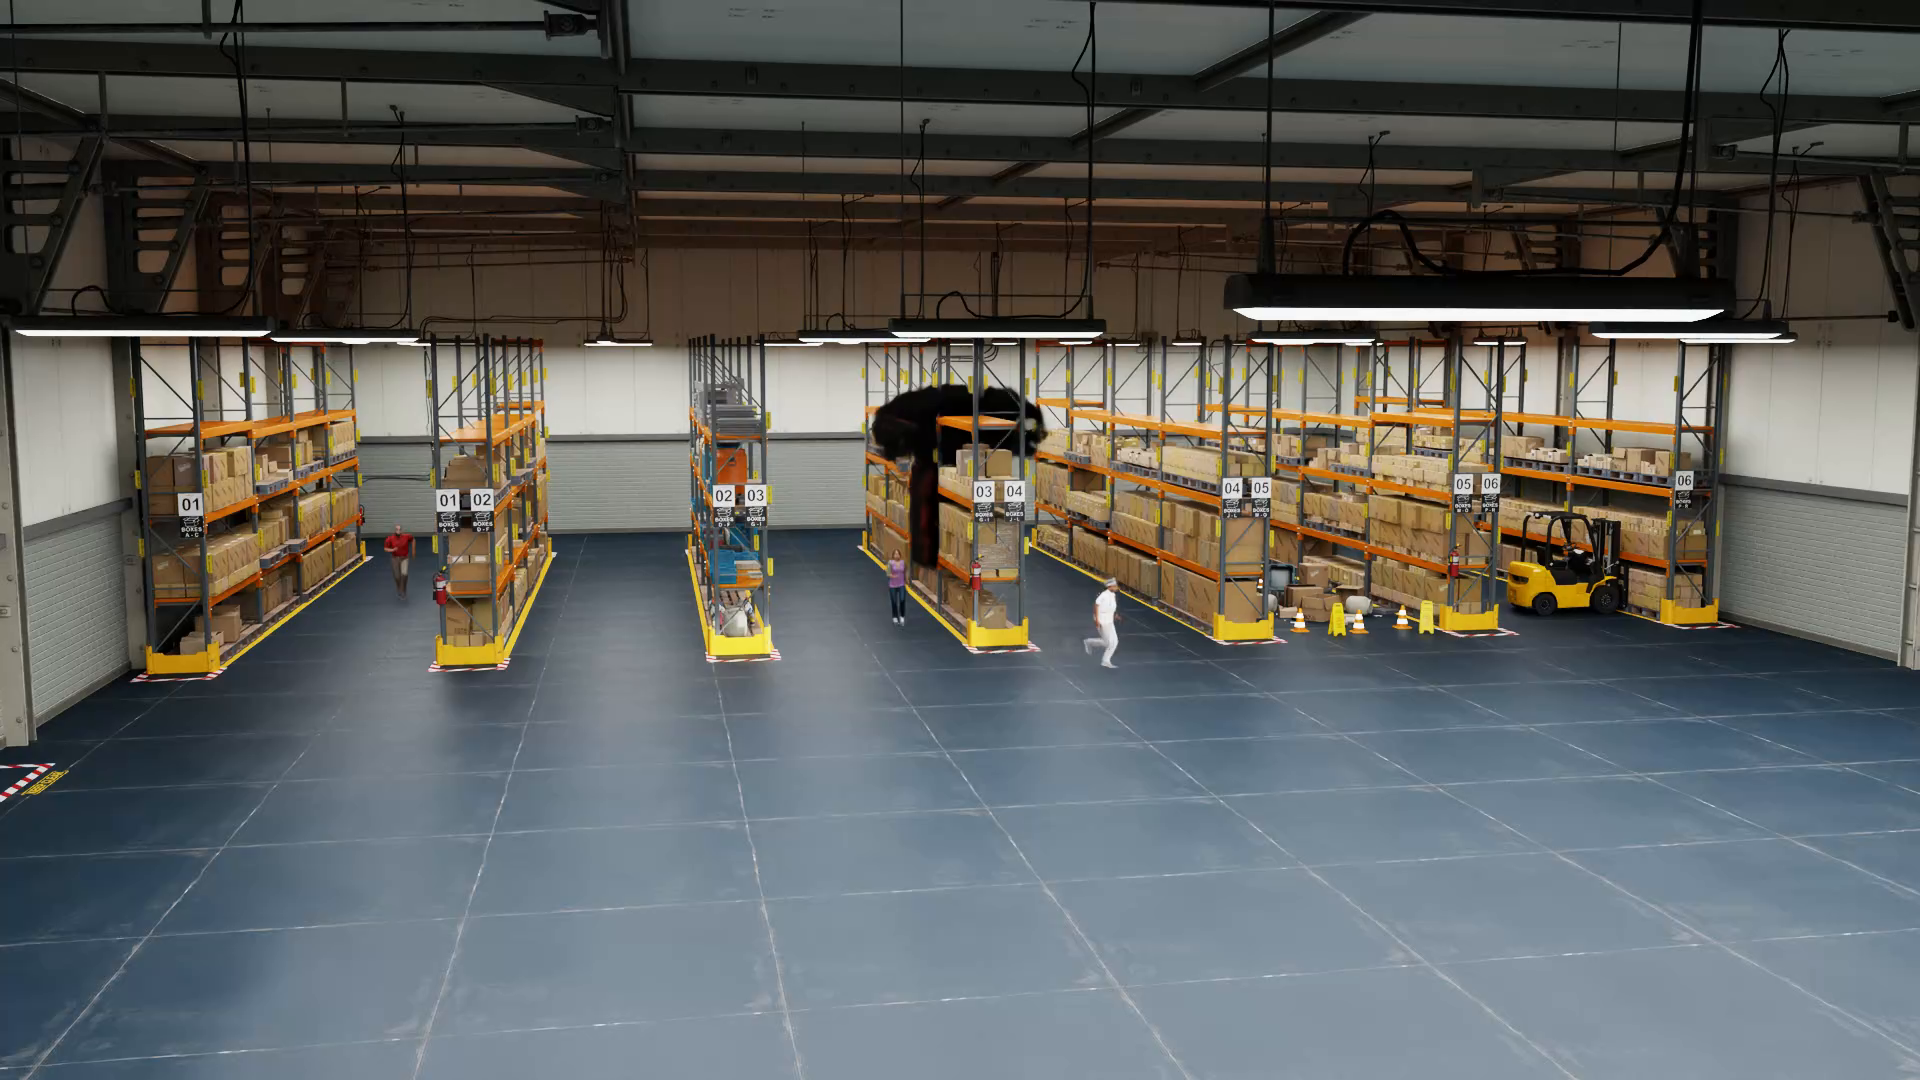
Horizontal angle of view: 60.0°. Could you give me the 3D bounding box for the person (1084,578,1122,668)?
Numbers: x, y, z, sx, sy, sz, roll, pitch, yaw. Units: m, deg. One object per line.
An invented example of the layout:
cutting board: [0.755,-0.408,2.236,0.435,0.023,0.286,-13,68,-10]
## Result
person: [2.584,1.491,30.074,0.676,1.656,0.605,3,7,25]

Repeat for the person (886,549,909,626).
person: [-1.285,0.983,34.474,0.508,1.604,0.667,-1,7,-6]

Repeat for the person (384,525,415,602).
person: [-12.832,0.524,38.111,0.686,1.780,0.876,-2,7,-21]
